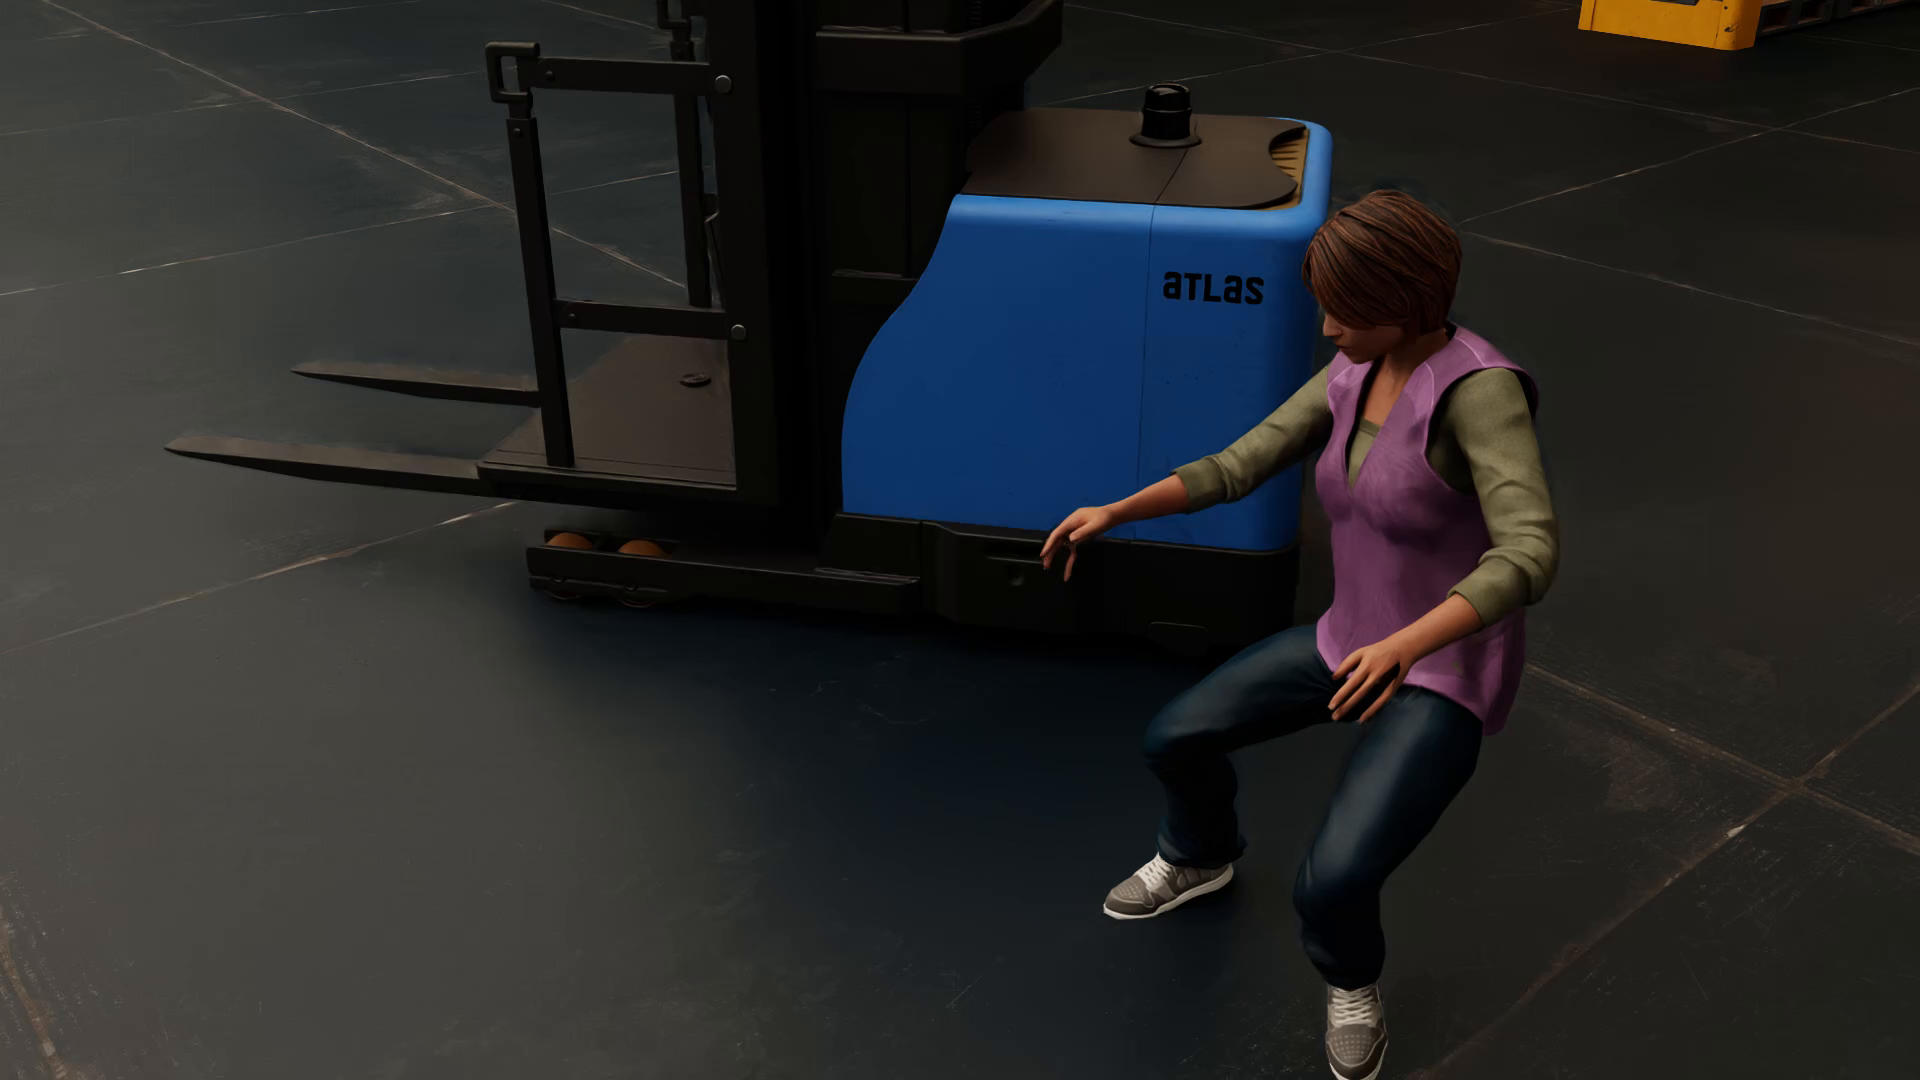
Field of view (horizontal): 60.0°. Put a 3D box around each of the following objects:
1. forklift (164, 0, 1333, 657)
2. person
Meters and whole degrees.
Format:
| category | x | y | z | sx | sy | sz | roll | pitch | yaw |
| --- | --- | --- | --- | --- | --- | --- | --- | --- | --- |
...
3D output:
| category | x | y | z | sx | sy | sz | roll | pitch | yaw |
| --- | --- | --- | --- | --- | --- | --- | --- | --- | --- |
| forklift | -0.610 | -1.365 | 3.954 | 3.031 | 2.935 | 1.130 | 6 | 27 | 11 |
| person | 0.507 | 0.196 | 2.558 | 0.694 | 1.420 | 0.795 | -10 | 28 | -19 |
